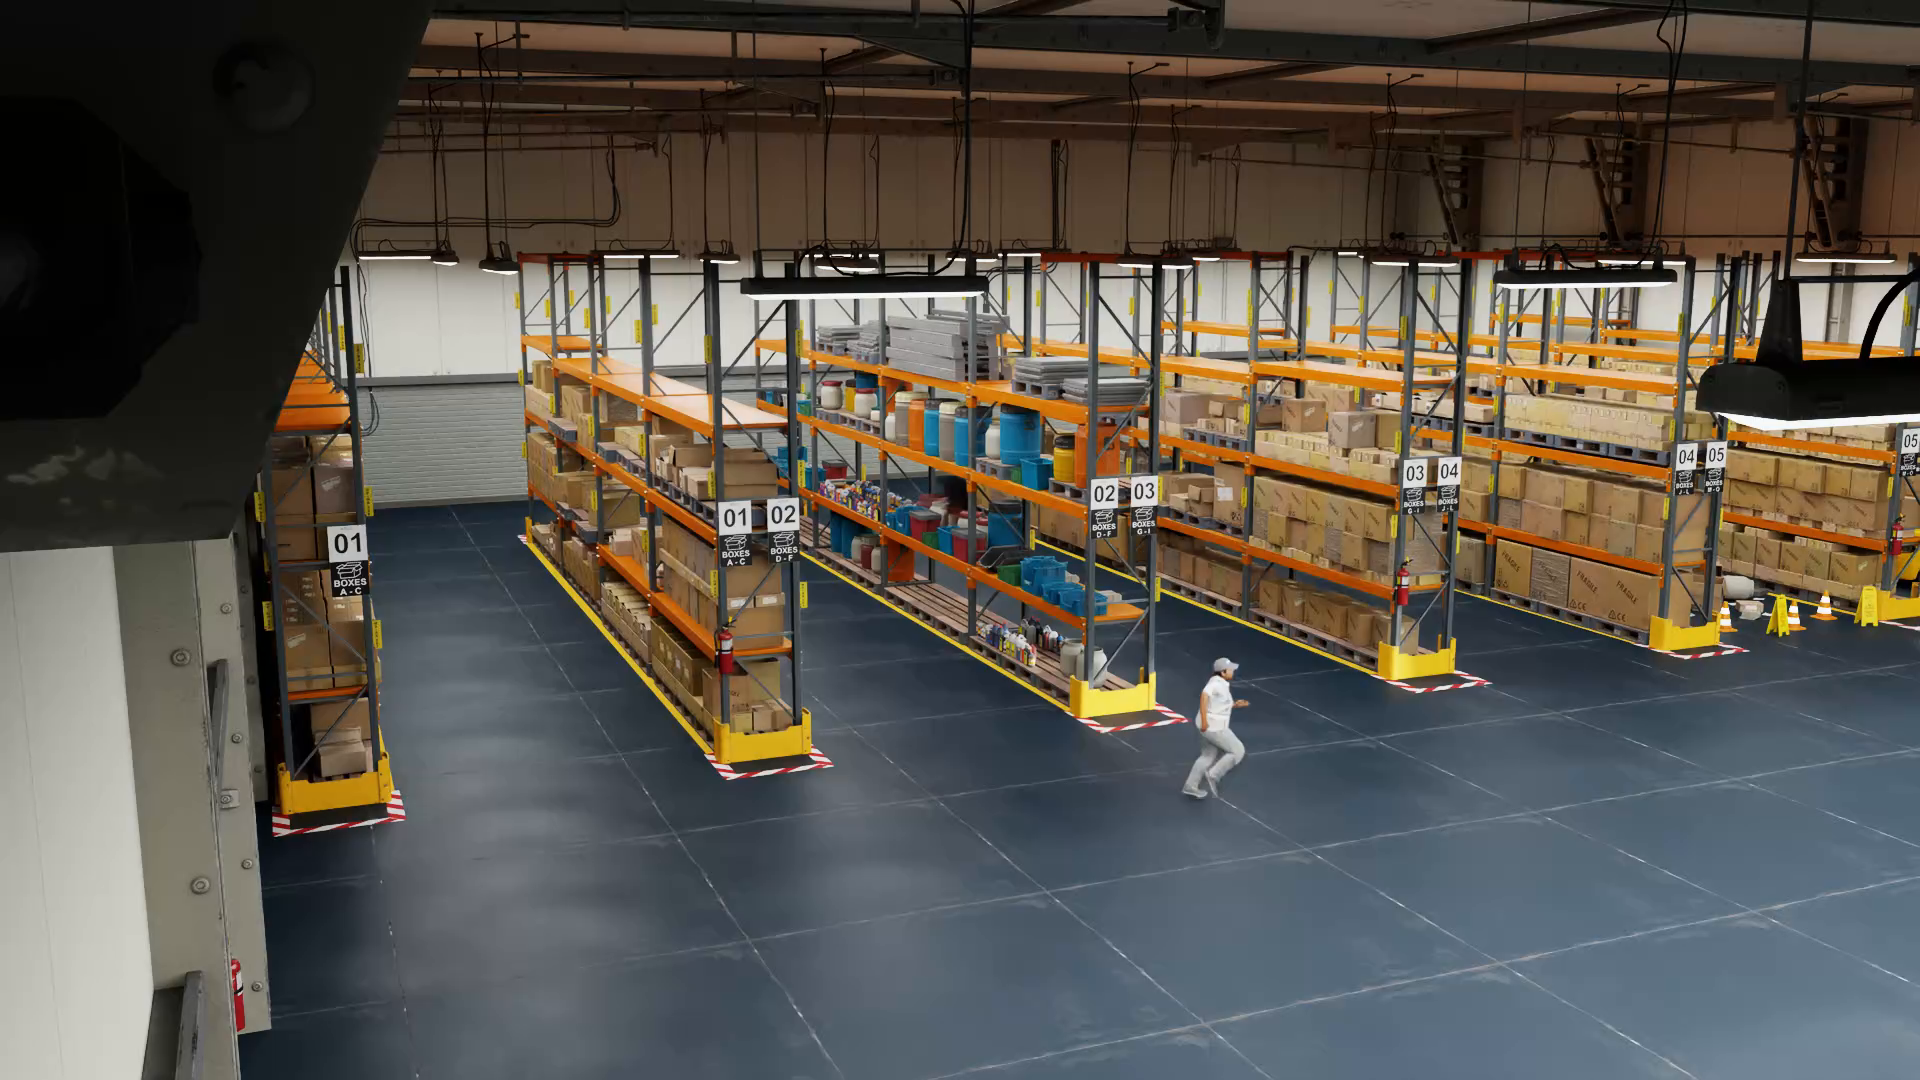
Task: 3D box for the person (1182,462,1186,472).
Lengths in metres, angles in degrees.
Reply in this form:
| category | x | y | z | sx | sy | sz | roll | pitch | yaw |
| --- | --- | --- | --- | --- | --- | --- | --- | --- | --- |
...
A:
| category | x | y | z | sx | sy | sz | roll | pitch | yaw |
| --- | --- | --- | --- | --- | --- | --- | --- | --- | --- |
| person | 4.659 | -0.802 | 34.842 | 0.570 | 1.661 | 0.540 | -5 | 11 | -25 |

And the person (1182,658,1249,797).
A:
| category | x | y | z | sx | sy | sz | roll | pitch | yaw |
| --- | --- | --- | --- | --- | --- | --- | --- | --- | --- |
| person | 2.899 | 2.130 | 18.801 | 0.750 | 1.617 | 0.638 | 0 | 10 | 0 |
